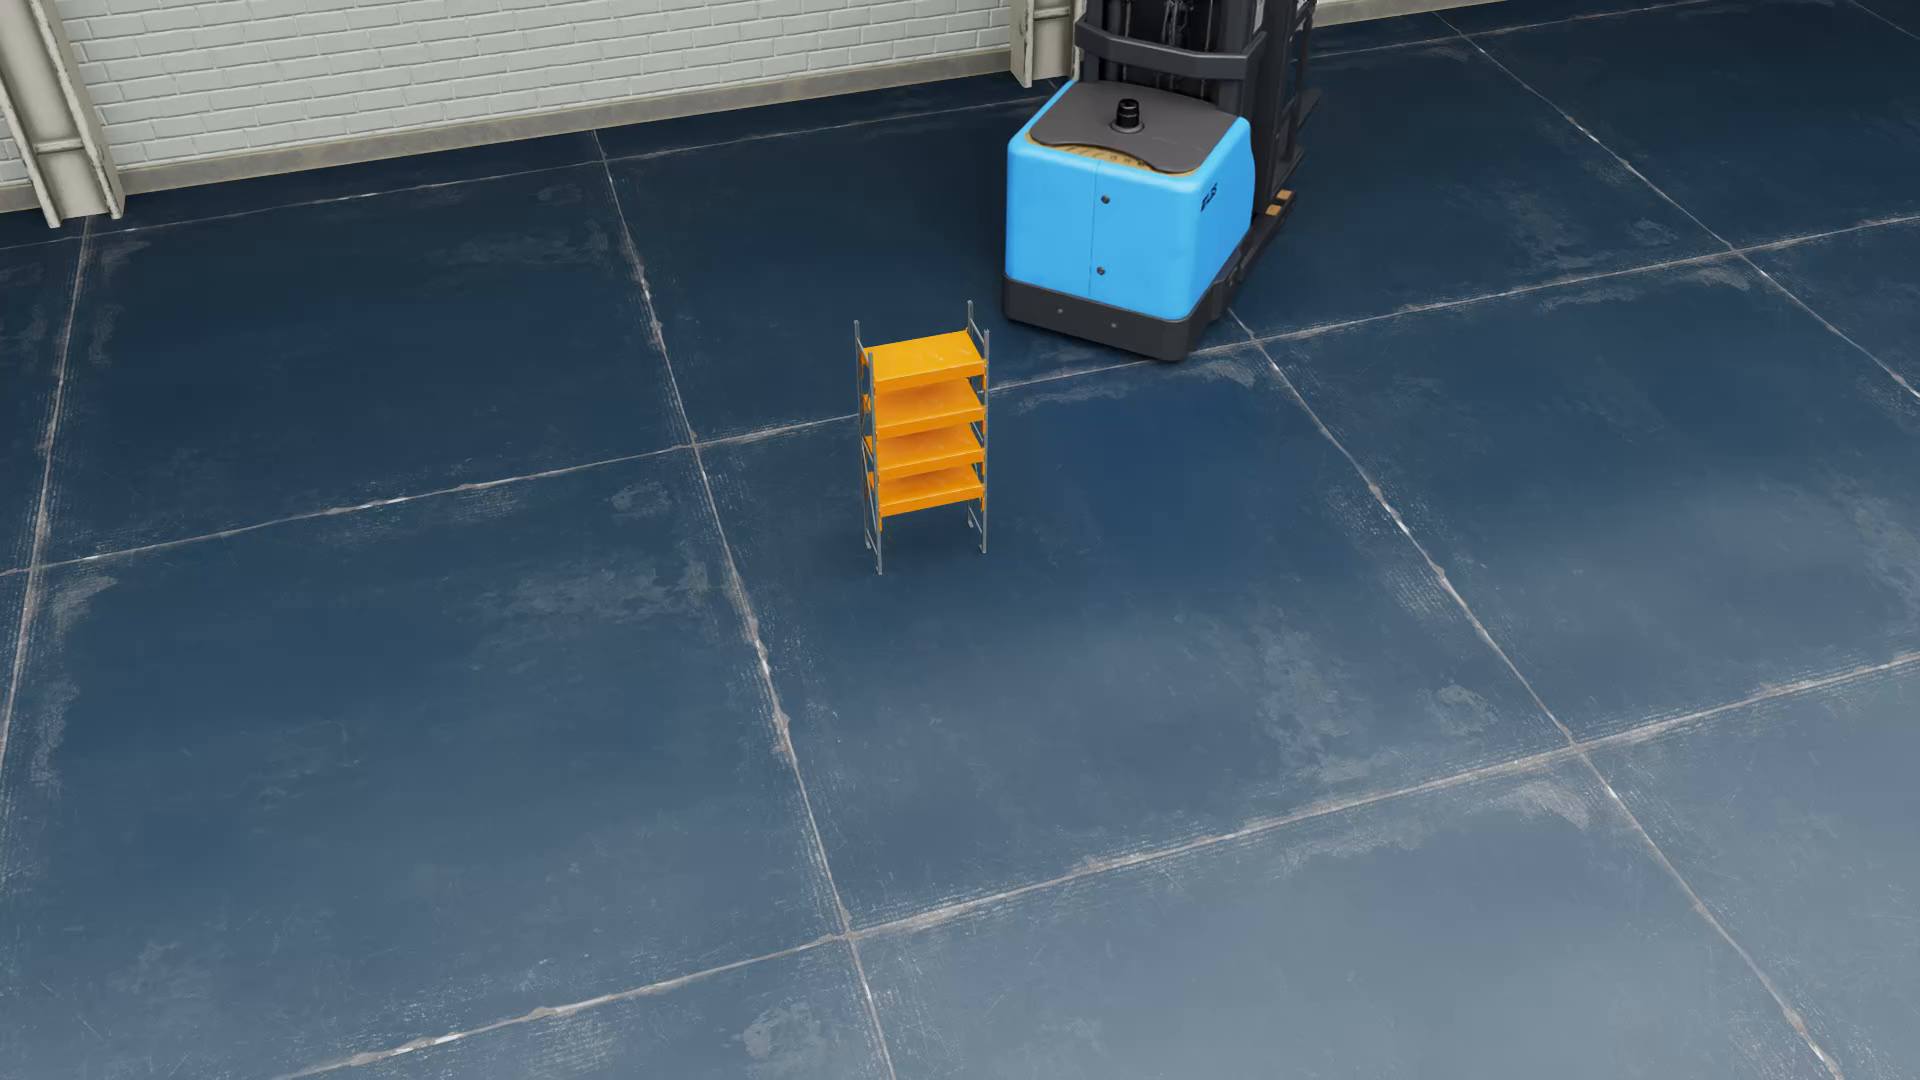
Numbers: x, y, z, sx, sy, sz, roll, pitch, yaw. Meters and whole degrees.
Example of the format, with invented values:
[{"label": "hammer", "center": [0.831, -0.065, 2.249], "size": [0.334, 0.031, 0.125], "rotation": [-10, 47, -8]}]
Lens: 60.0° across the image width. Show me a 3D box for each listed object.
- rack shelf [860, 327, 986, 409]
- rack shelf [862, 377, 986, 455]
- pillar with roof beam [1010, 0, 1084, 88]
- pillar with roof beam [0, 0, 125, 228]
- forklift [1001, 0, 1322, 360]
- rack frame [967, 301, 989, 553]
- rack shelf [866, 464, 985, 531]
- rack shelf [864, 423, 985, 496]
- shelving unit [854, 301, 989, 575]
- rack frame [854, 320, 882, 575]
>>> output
[{"label": "rack shelf", "center": [-0.158, -0.715, 6.909], "size": [0.480, 0.148, 0.258], "rotation": [-12, 42, -13]}, {"label": "rack shelf", "center": [-0.158, -0.537, 7.064], "size": [0.480, 0.148, 0.258], "rotation": [-12, 42, -13]}, {"label": "pillar with roof beam", "center": [1.860, -3.824, 5.137], "size": [0.400, 9.000, 9.100], "rotation": [-12, 42, -13]}, {"label": "pillar with roof beam", "center": [-3.863, -2.638, 3.779], "size": [0.400, 9.000, 9.100], "rotation": [-12, 42, -13]}, {"label": "forklift", "center": [1.324, -2.994, 8.799], "size": [1.130, 2.935, 3.031], "rotation": [18, 44, 19]}, {"label": "rack frame", "center": [0.075, -0.467, 7.223], "size": [0.015, 1.200, 0.240], "rotation": [-12, 42, -13]}, {"label": "rack shelf", "center": [-0.158, -0.219, 7.342], "size": [0.480, 0.148, 0.258], "rotation": [-12, 42, -13]}, {"label": "rack shelf", "center": [-0.158, -0.368, 7.212], "size": [0.480, 0.148, 0.258], "rotation": [-12, 42, -13]}, {"label": "shelving unit", "center": [-0.158, -0.419, 7.167], "size": [0.503, 1.200, 0.258], "rotation": [-12, 42, -13]}, {"label": "rack frame", "center": [-0.391, -0.371, 7.112], "size": [0.015, 1.200, 0.240], "rotation": [-12, 42, -13]}]
